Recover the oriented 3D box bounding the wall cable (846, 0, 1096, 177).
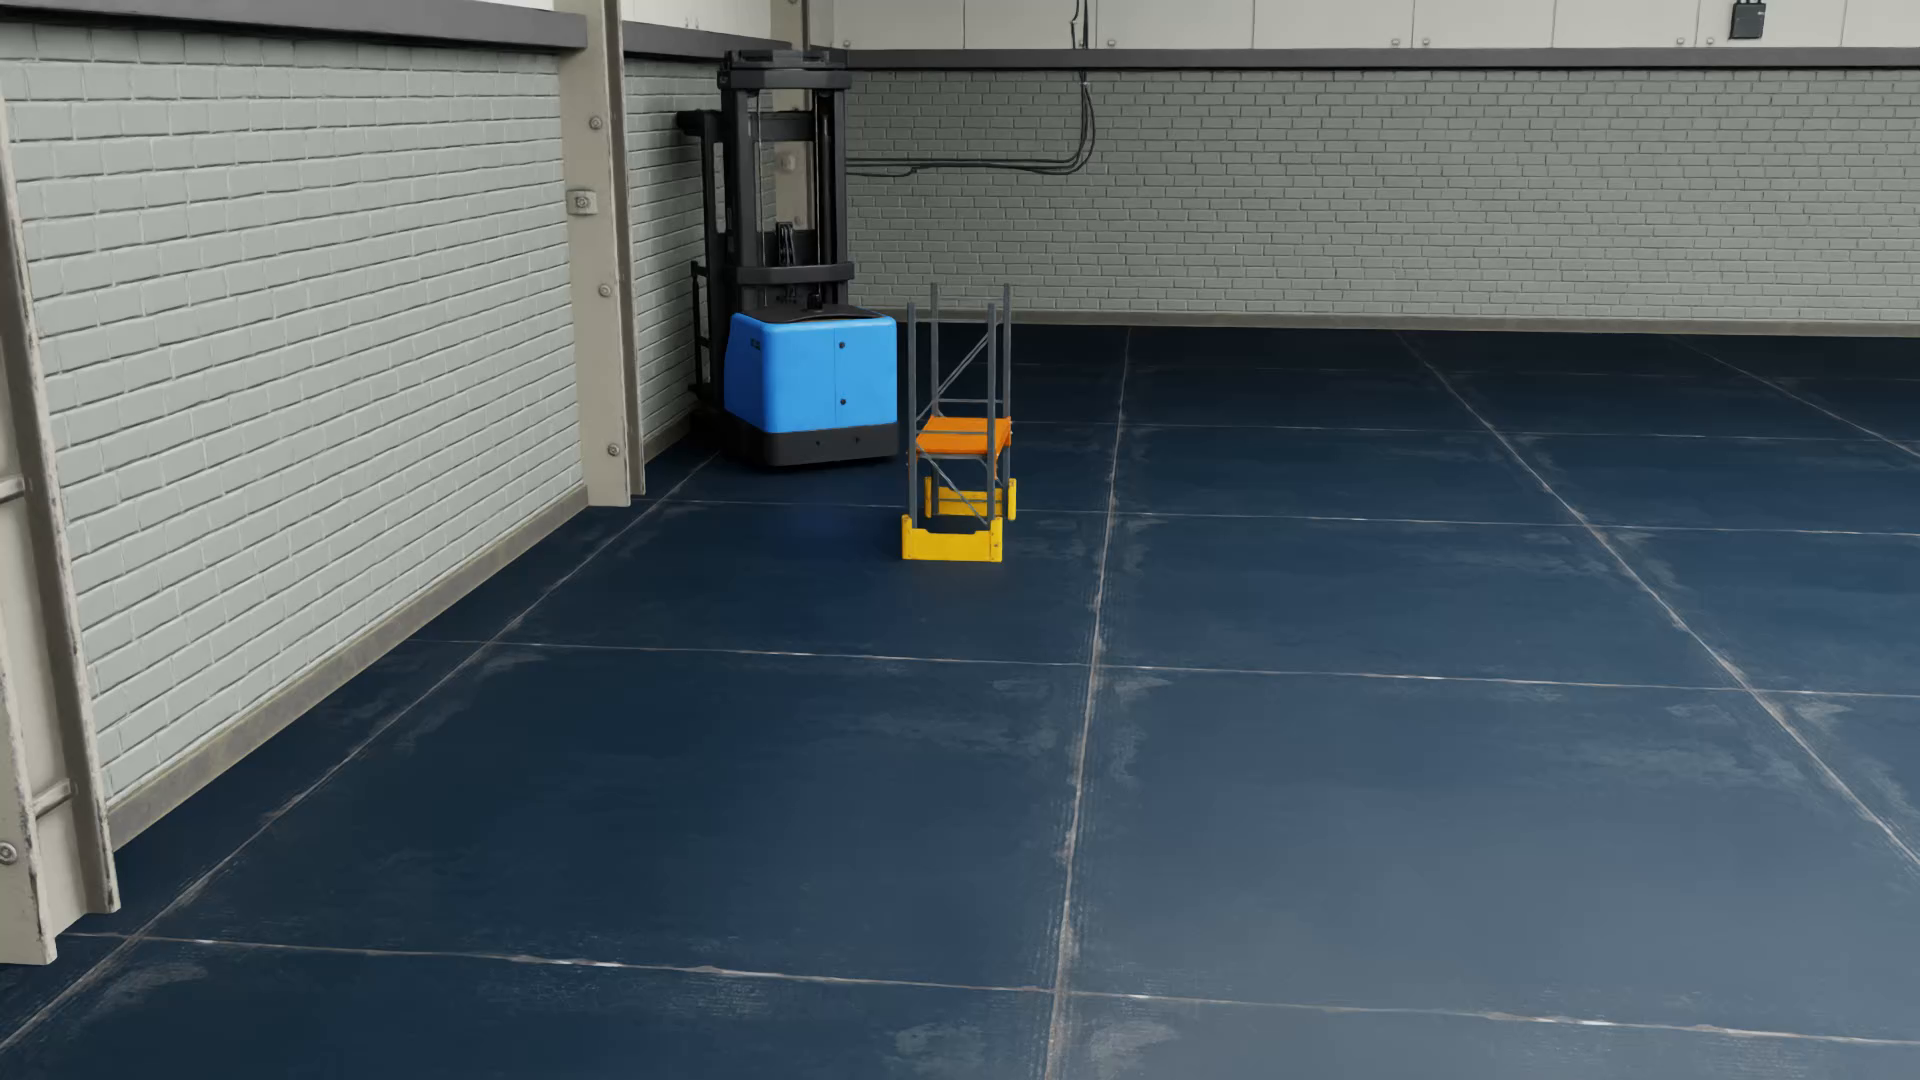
[{"bbox_3d":[0.002,-5.403,18.853,3.097,2.526,0.112,2,15,6],"label":"wall cable"}]

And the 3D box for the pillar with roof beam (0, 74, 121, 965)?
[{"bbox_3d":[1.279,-2.938,3.787,9.100,9.000,0.400,2,15,6],"label":"pillar with roof beam"}]

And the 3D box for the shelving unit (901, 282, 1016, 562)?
[{"bbox_3d":[0.009,-0.744,10.039,0.587,1.500,1.083,2,15,6],"label":"shelving unit"}]

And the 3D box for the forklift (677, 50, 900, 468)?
[{"bbox_3d":[-1.519,-2.276,12.963,1.130,2.935,3.031,-7,17,-24],"label":"forklift"}]

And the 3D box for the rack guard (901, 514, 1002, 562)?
[{"bbox_3d":[-0.048,-0.011,9.725,0.587,0.250,0.087,2,15,6],"label":"rack guard"}]

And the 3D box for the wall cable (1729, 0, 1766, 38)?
[{"bbox_3d":[9.433,-8.260,16.954,2.305,6.003,0.169,2,15,6],"label":"wall cable"}]

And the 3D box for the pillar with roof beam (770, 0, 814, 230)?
[{"bbox_3d":[2.633,-6.050,15.297,9.100,9.000,0.400,2,15,6],"label":"pillar with roof beam"}]

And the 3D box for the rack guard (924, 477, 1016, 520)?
[{"bbox_3d":[0.065,-0.270,10.680,0.587,0.250,0.087,2,15,6],"label":"rack guard"}]

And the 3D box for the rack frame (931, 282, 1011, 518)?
[{"bbox_3d":[0.067,-0.878,10.536,0.500,1.500,0.032,2,15,6],"label":"rack frame"}]

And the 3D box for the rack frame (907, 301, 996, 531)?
[{"bbox_3d":[-0.048,-0.614,9.561,0.500,1.500,0.032,2,15,6],"label":"rack frame"}]

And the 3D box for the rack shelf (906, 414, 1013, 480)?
[{"bbox_3d":[0.010,-0.572,10.095,0.538,0.185,1.000,2,15,6],"label":"rack shelf"}]

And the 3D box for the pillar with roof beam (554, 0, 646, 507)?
[{"bbox_3d":[1.956,-4.494,9.542,9.100,9.000,0.400,2,15,6],"label":"pillar with roof beam"}]
